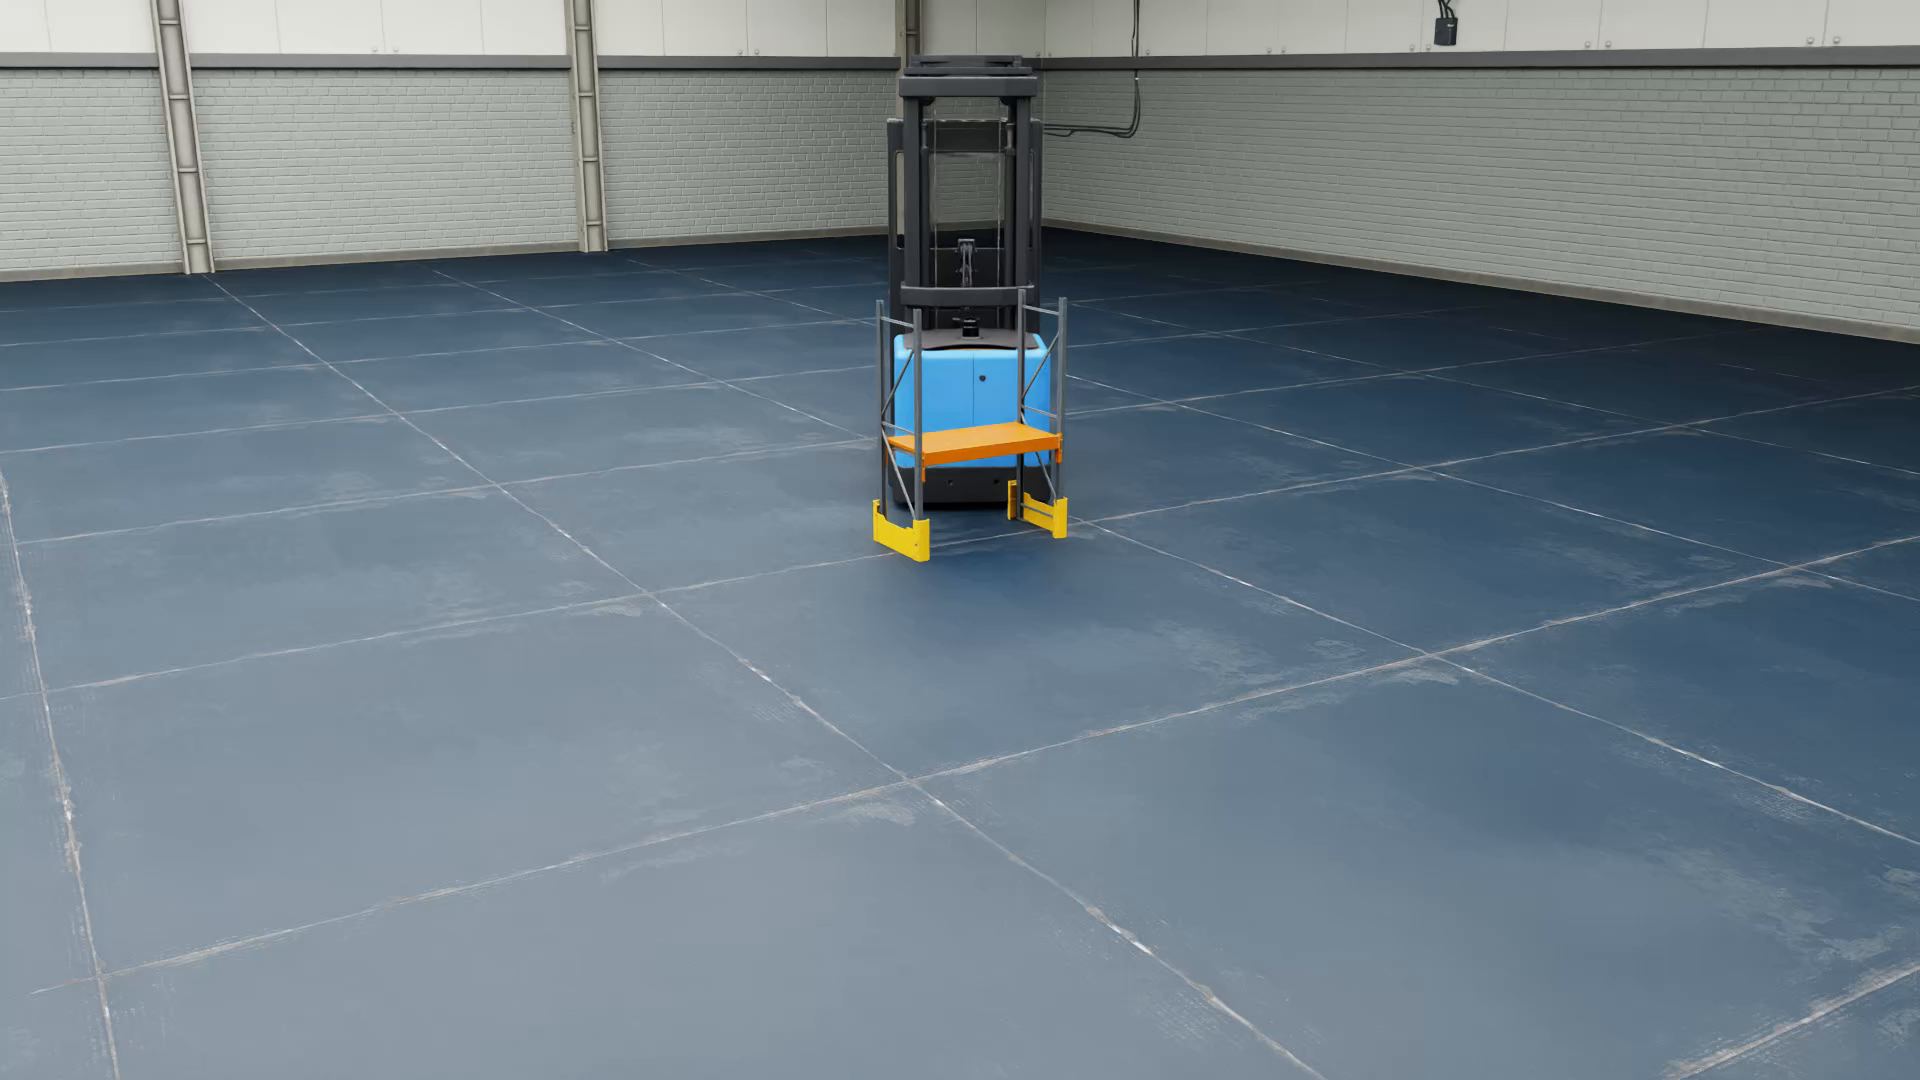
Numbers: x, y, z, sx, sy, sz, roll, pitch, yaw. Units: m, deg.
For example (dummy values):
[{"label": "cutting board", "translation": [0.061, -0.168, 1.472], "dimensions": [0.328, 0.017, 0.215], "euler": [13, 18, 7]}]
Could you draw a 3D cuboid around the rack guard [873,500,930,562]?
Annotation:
[{"label": "rack guard", "translation": [-0.362, -0.062, 10.167], "dimensions": [0.087, 0.250, 0.587], "euler": [-9, 18, -30]}]

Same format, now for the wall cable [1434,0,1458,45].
[{"label": "wall cable", "translation": [7.178, -9.481, 21.261], "dimensions": [0.169, 6.003, 2.305], "euler": [-9, 18, -30]}]

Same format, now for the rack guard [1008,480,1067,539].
[{"label": "rack guard", "translation": [0.492, -0.200, 10.661], "dimensions": [0.087, 0.250, 0.587], "euler": [-9, 18, -30]}]

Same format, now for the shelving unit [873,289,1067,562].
[{"label": "shelving unit", "translation": [0.065, -0.733, 10.245], "dimensions": [1.083, 1.500, 0.587], "euler": [-9, 18, -30]}]

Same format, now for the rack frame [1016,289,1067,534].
[{"label": "rack frame", "translation": [0.509, -0.805, 10.502], "dimensions": [0.032, 1.500, 0.500], "euler": [-9, 18, -30]}]

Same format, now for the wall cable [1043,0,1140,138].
[{"label": "wall cable", "translation": [2.303, -8.547, 29.983], "dimensions": [0.112, 2.526, 3.097], "euler": [-9, 18, -30]}]

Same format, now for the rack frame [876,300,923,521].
[{"label": "rack frame", "translation": [-0.363, -0.663, 9.998], "dimensions": [0.032, 1.500, 0.500], "euler": [-9, 18, -30]}]

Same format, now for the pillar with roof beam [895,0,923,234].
[{"label": "pillar with roof beam", "translation": [1.314, -8.943, 25.641], "dimensions": [0.400, 9.000, 9.100], "euler": [-9, 18, -30]}]

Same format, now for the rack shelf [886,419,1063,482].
[{"label": "rack shelf", "translation": [0.073, -0.561, 10.298], "dimensions": [1.000, 0.185, 0.538], "euler": [-9, 18, -30]}]

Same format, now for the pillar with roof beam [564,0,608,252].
[{"label": "pillar with roof beam", "translation": [-3.829, -8.109, 22.665], "dimensions": [0.400, 9.000, 9.100], "euler": [-9, 18, -30]}]

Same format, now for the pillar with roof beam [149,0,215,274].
[{"label": "pillar with roof beam", "translation": [-8.973, -7.275, 19.690], "dimensions": [0.400, 9.000, 9.100], "euler": [-9, 18, -30]}]

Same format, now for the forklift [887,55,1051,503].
[{"label": "forklift", "translation": [0.022, -2.000, 12.115], "dimensions": [1.130, 2.935, 3.031], "euler": [-1, 16, -2]}]
